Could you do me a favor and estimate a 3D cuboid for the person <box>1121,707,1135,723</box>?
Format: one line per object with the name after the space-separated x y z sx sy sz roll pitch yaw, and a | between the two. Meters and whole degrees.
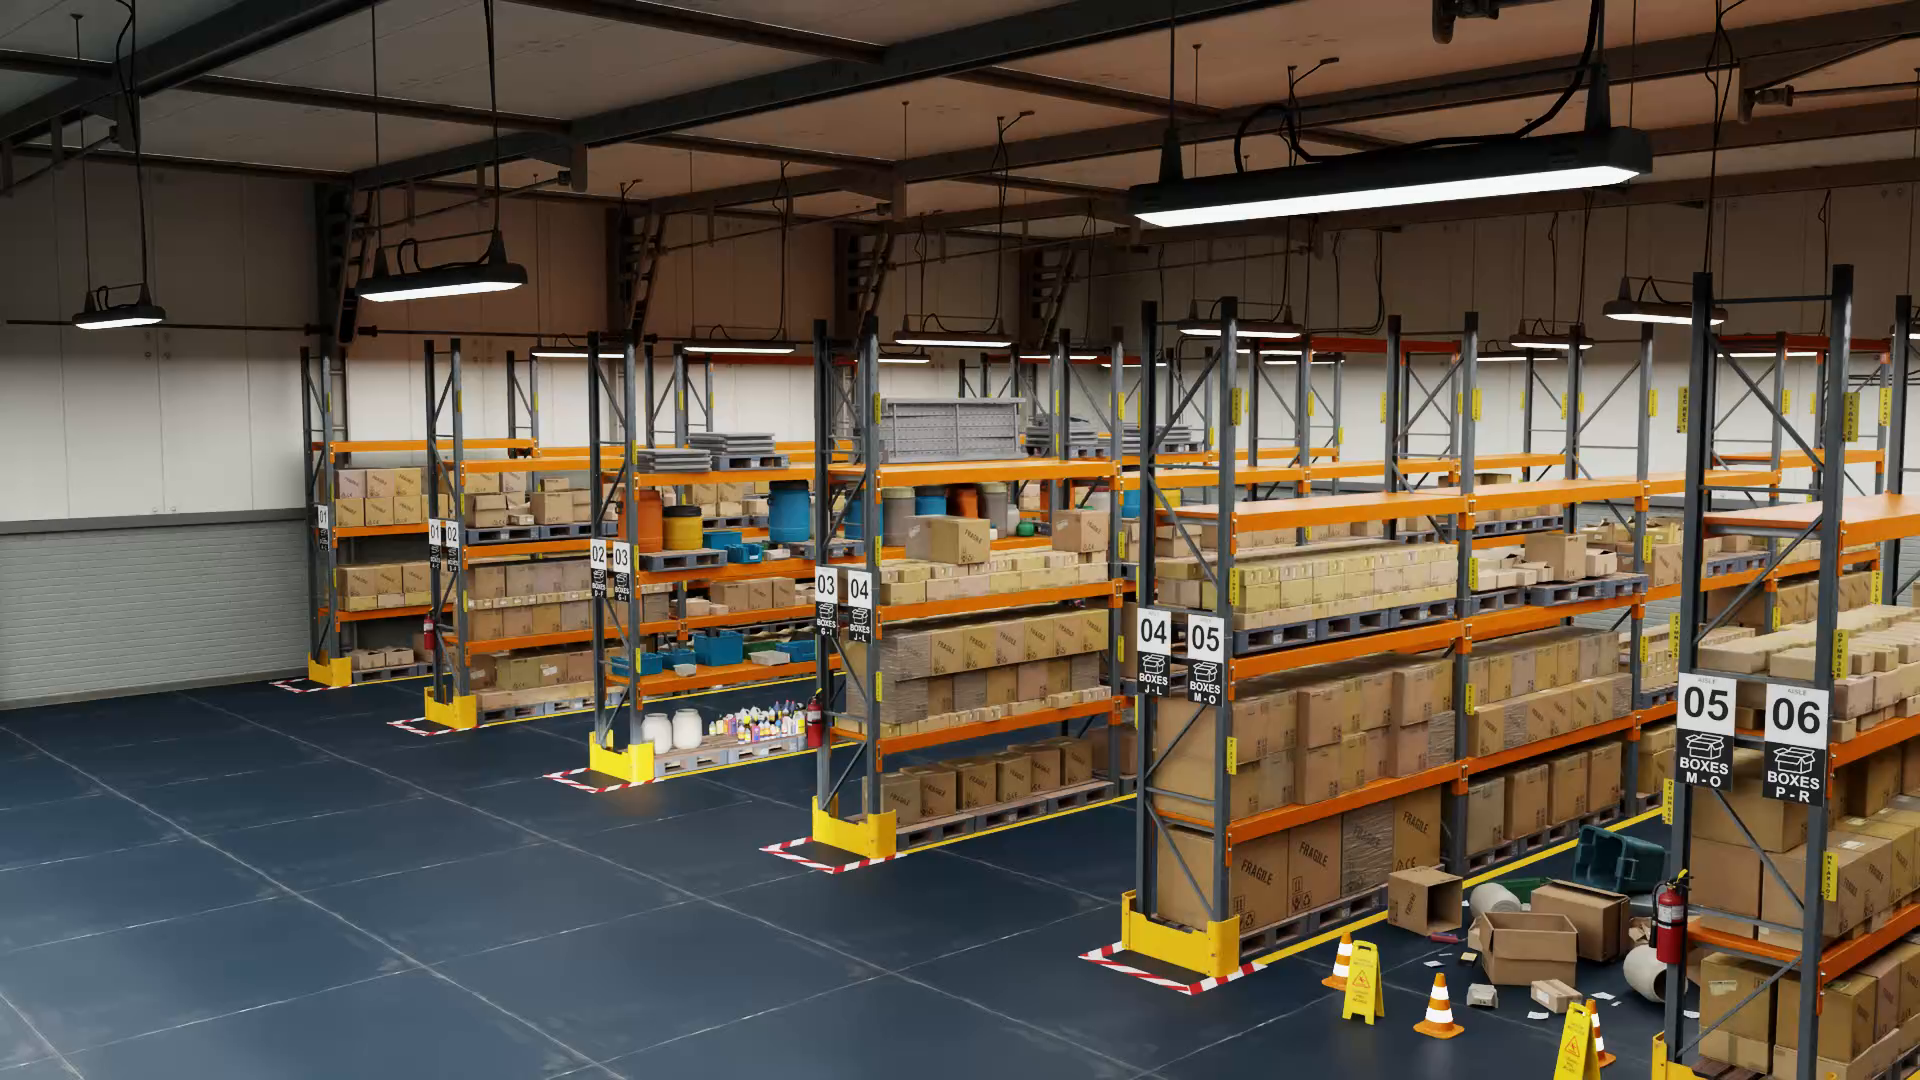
2.426 1.935 24.583 0.533 1.697 0.561 -1 5 -11 | person
